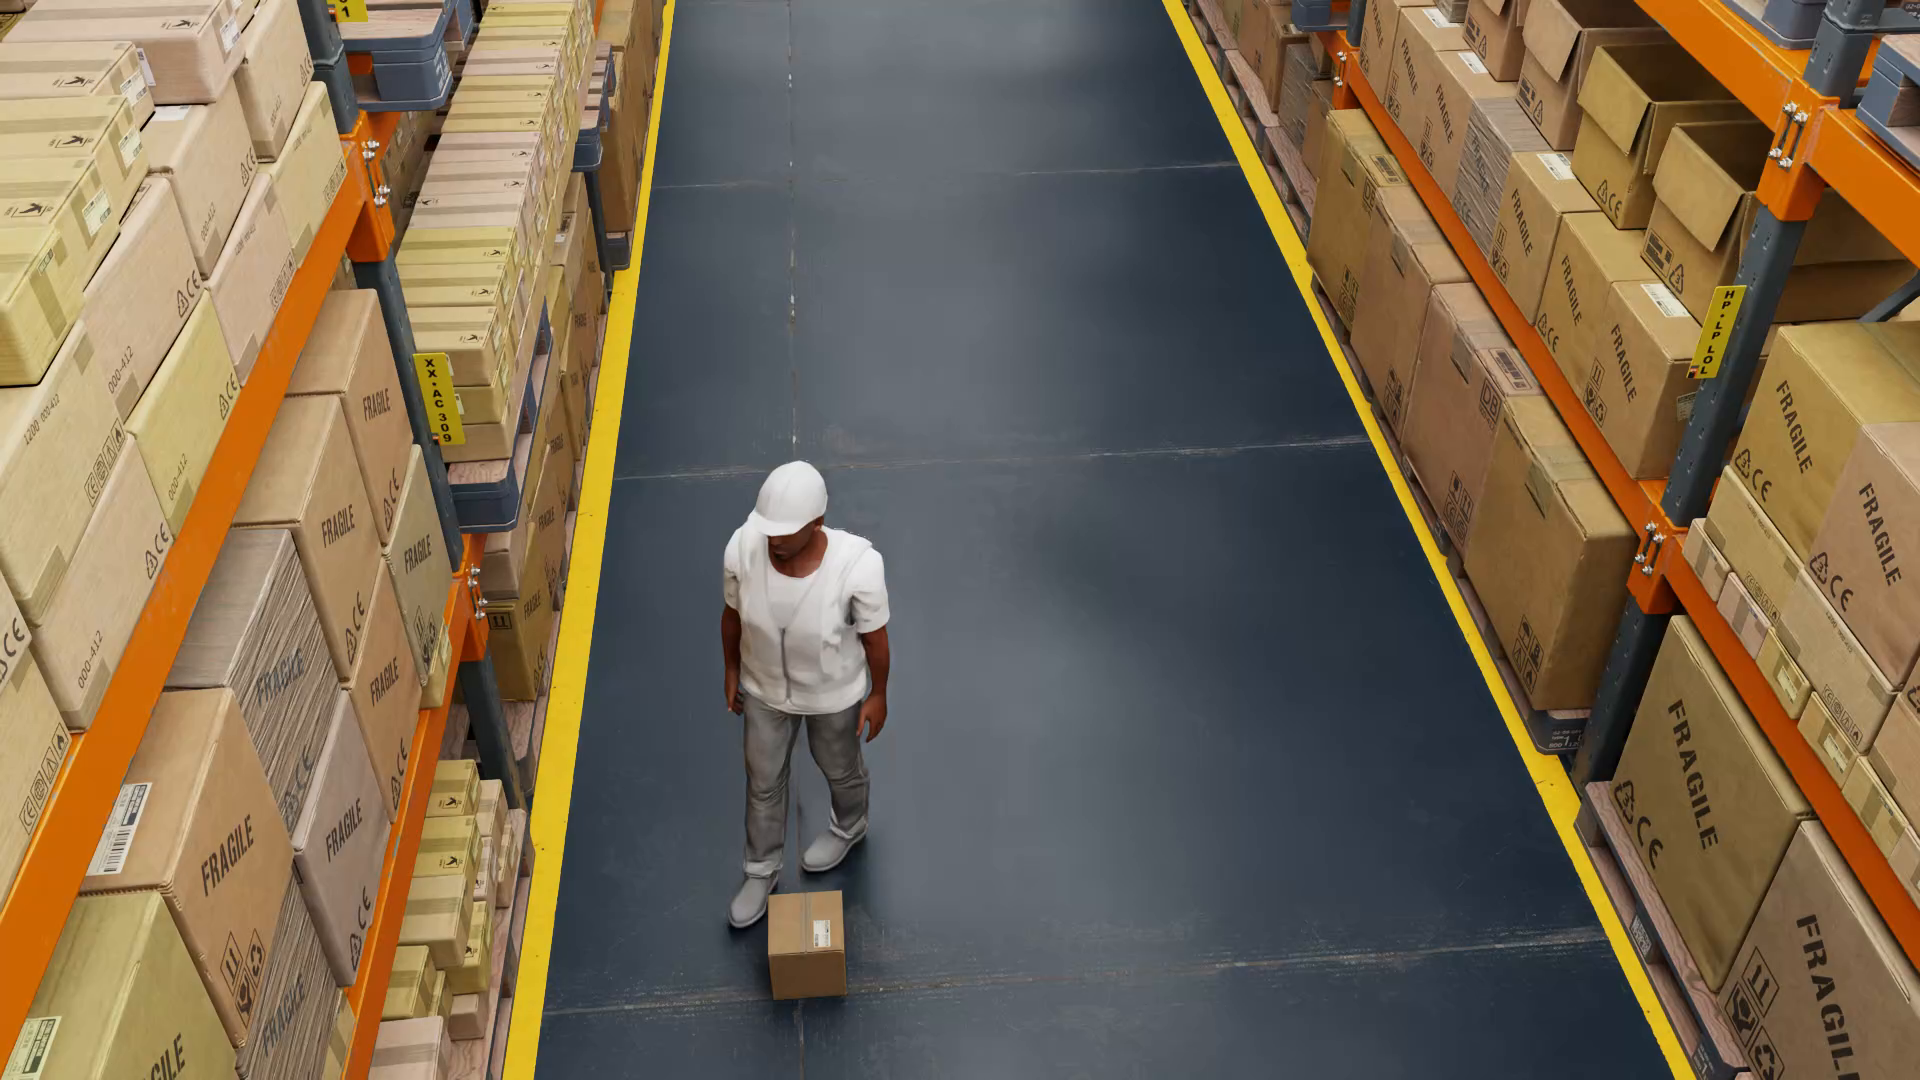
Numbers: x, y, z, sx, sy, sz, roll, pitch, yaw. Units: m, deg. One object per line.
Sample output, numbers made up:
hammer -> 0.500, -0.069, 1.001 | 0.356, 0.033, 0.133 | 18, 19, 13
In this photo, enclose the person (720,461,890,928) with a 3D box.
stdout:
person -> -0.543, 0.539, 5.463 | 0.577, 1.761, 0.625 | 9, 40, 11
